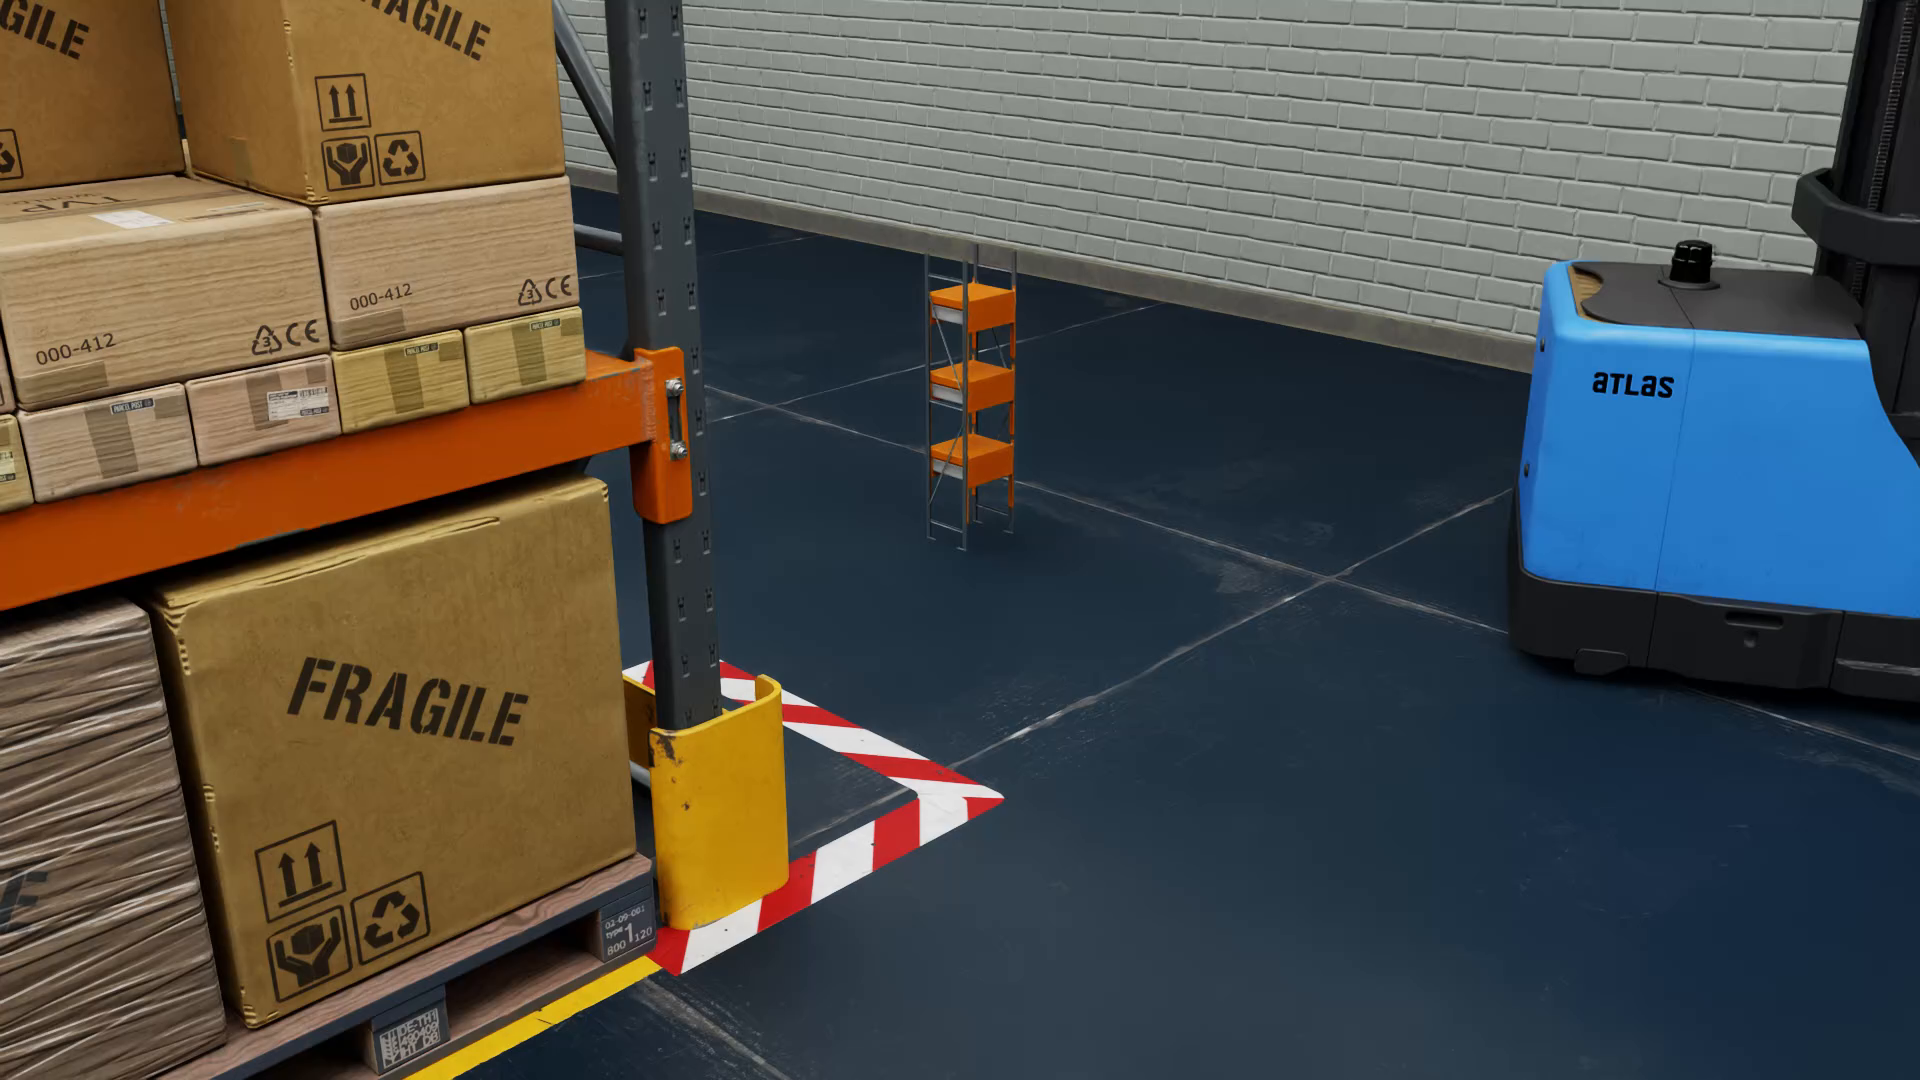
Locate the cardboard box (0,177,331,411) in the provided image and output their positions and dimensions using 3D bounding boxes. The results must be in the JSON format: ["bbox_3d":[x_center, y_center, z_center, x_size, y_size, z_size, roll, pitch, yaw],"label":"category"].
[{"bbox_3d":[-1.439,-0.437,2.825,0.500,0.250,0.500,19,28,40],"label":"cardboard box"}]

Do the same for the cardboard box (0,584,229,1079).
[{"bbox_3d":[-1.960,0.525,2.904,0.875,0.875,0.875,19,28,41],"label":"cardboard box"}]

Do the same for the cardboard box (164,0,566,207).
[{"bbox_3d":[-1.088,-0.917,3.029,0.500,0.500,0.500,20,29,41],"label":"cardboard box"}]

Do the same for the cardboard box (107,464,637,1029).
[{"bbox_3d":[-1.326,0.291,3.513,0.875,0.875,0.875,19,28,41],"label":"cardboard box"}]

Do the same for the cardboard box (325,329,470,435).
[{"bbox_3d":[-1.129,-0.331,3.104,0.380,0.149,0.250,20,28,41],"label":"cardboard box"}]

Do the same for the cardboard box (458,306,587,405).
[{"bbox_3d":[-0.949,-0.398,3.279,0.250,0.149,0.380,-20,28,-41],"label":"cardboard box"}]

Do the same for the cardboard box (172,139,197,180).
[{"bbox_3d":[-1.465,-0.702,3.515,0.500,0.250,0.500,18,28,39],"label":"cardboard box"}]

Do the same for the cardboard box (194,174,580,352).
[{"bbox_3d":[-1.084,-0.567,3.163,0.500,0.250,0.500,19,28,40],"label":"cardboard box"}]

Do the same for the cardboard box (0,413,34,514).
[{"bbox_3d":[-1.660,-0.135,2.595,0.380,0.149,0.250,18,28,39],"label":"cardboard box"}]

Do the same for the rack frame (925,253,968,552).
[{"bbox_3d":[-0.048,-0.472,5.840,0.200,1.050,0.008,19,28,41],"label":"rack frame"}]

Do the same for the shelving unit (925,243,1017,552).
[{"bbox_3d":[0.037,-0.504,5.922,0.215,1.050,0.252,19,28,41],"label":"shelving unit"}]

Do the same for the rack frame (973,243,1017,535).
[{"bbox_3d":[0.122,-0.535,6.004,0.200,1.050,0.008,19,28,41],"label":"rack frame"}]

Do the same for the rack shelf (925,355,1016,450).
[{"bbox_3d":[0.037,-0.494,5.926,0.215,0.259,0.240,19,28,41],"label":"rack shelf"}]

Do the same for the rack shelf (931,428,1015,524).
[{"bbox_3d":[0.037,-0.234,6.026,0.215,0.259,0.240,19,28,41],"label":"rack shelf"}]

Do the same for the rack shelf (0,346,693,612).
[{"bbox_3d":[-2.332,0.161,2.478,1.077,0.370,4.000,19,28,41],"label":"rack shelf"}]

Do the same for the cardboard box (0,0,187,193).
[{"bbox_3d":[-1.813,-0.924,3.046,0.500,0.500,0.500,18,28,39],"label":"cardboard box"}]

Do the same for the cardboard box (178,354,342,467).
[{"bbox_3d":[-1.306,-0.266,2.936,0.380,0.149,0.250,19,28,41],"label":"cardboard box"}]

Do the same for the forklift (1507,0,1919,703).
[{"bbox_3d":[3.255,-0.989,4.562,3.031,2.935,1.130,6,22,15],"label":"forklift"}]

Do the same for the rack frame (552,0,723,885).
[{"bbox_3d":[-0.936,-0.689,3.687,1.000,3.000,0.127,19,28,41],"label":"rack frame"}]

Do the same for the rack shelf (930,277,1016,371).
[{"bbox_3d":[0.037,-0.759,5.824,0.215,0.259,0.240,19,28,41],"label":"rack shelf"}]

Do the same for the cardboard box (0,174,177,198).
[{"bbox_3d":[-1.823,-0.567,3.163,0.500,0.250,0.500,19,28,40],"label":"cardboard box"}]

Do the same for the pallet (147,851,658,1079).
[{"bbox_3d":[-1.438,0.838,3.601,1.003,0.211,1.213,19,28,41],"label":"pallet"}]

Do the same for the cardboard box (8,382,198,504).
[{"bbox_3d":[-1.481,-0.202,2.770,0.250,0.149,0.380,-20,28,-41],"label":"cardboard box"}]

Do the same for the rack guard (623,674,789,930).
[{"bbox_3d":[-0.920,0.471,4.151,1.175,0.500,0.348,19,28,41],"label":"rack guard"}]

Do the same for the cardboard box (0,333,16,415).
[{"bbox_3d":[-1.793,-0.306,2.484,0.500,0.250,0.500,18,27,39],"label":"cardboard box"}]
